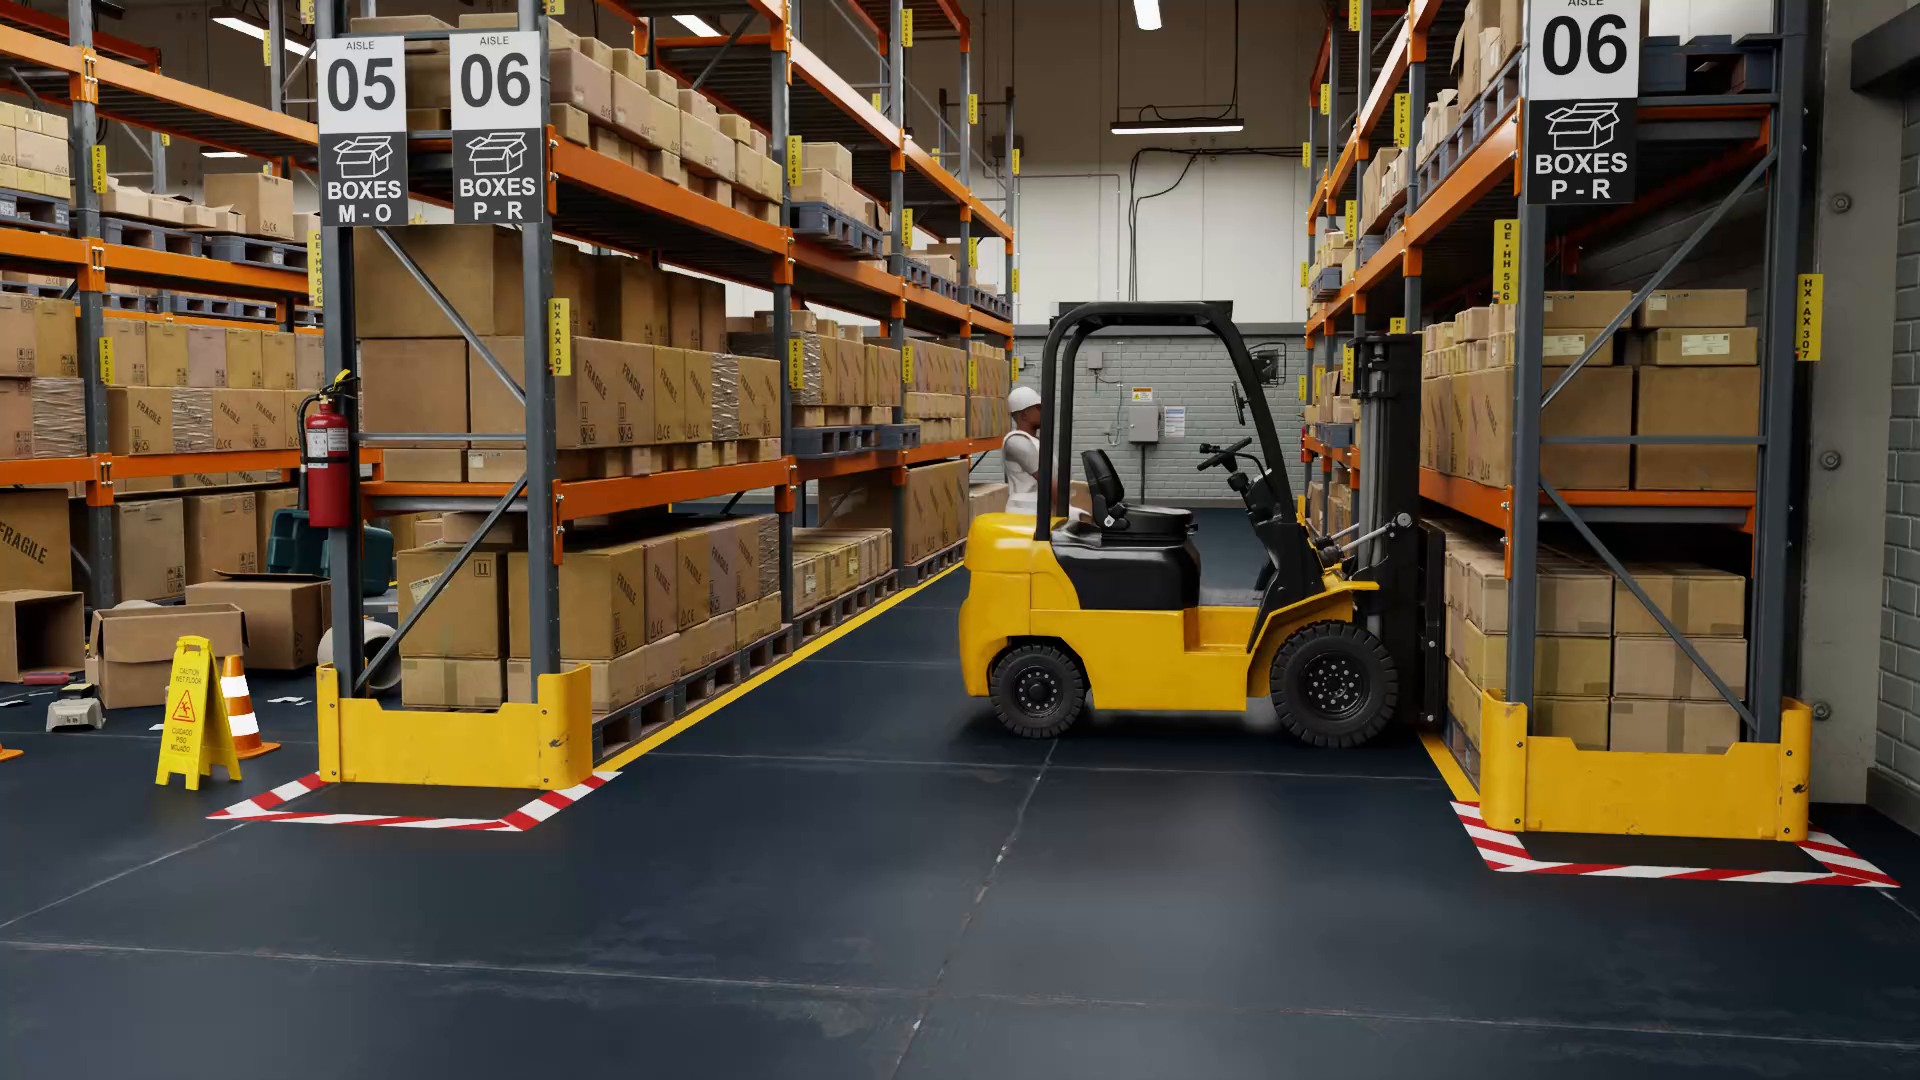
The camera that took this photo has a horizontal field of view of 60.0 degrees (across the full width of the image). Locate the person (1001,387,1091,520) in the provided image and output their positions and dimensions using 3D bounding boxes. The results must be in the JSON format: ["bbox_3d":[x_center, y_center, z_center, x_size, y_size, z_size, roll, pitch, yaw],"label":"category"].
[{"bbox_3d":[0.568,-0.096,10.728,0.583,1.778,0.488,1,4,10],"label":"person"}]
